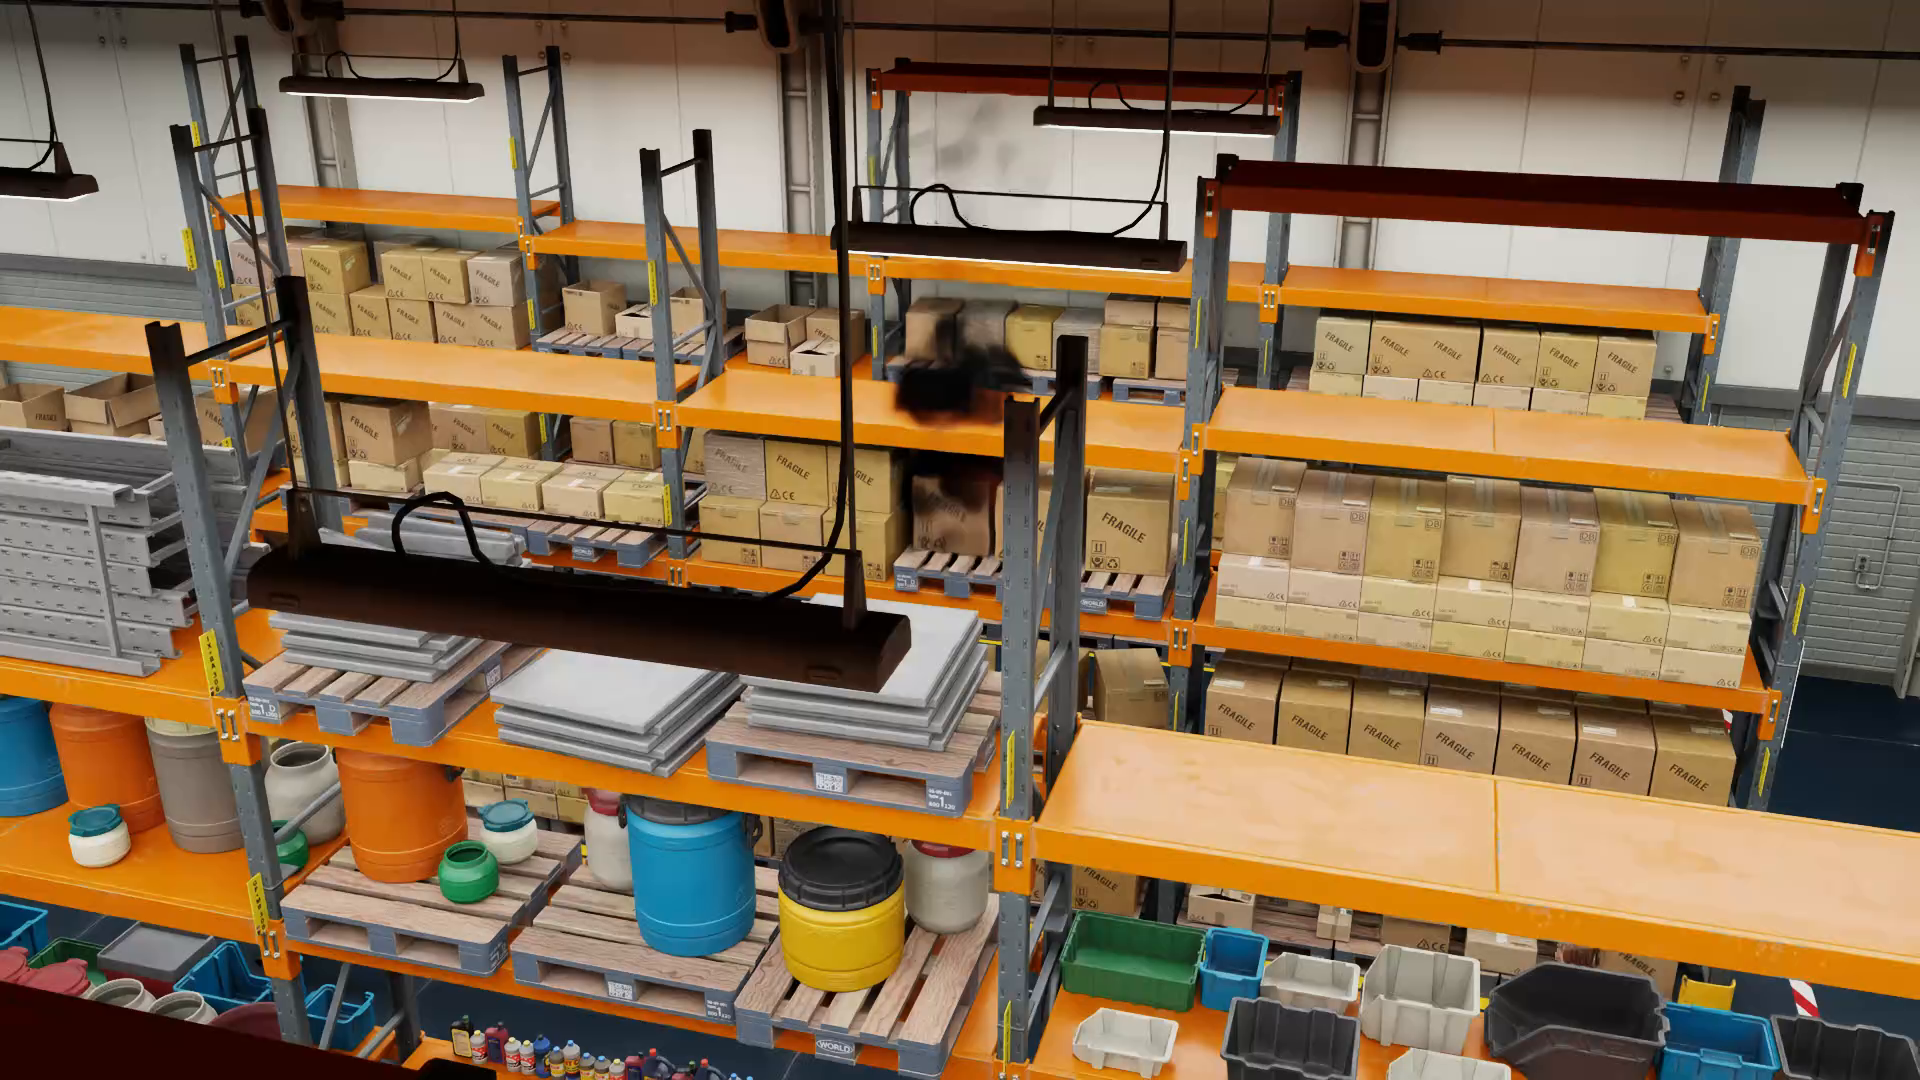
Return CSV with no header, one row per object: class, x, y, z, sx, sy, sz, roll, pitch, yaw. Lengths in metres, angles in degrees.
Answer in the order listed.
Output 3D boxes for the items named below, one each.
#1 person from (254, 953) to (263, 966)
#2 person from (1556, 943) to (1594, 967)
person,-5.262,2.519,12.530,0.606,1.673,0.656,5,23,11
person,4.009,3.286,10.869,0.523,1.556,0.564,3,23,7
